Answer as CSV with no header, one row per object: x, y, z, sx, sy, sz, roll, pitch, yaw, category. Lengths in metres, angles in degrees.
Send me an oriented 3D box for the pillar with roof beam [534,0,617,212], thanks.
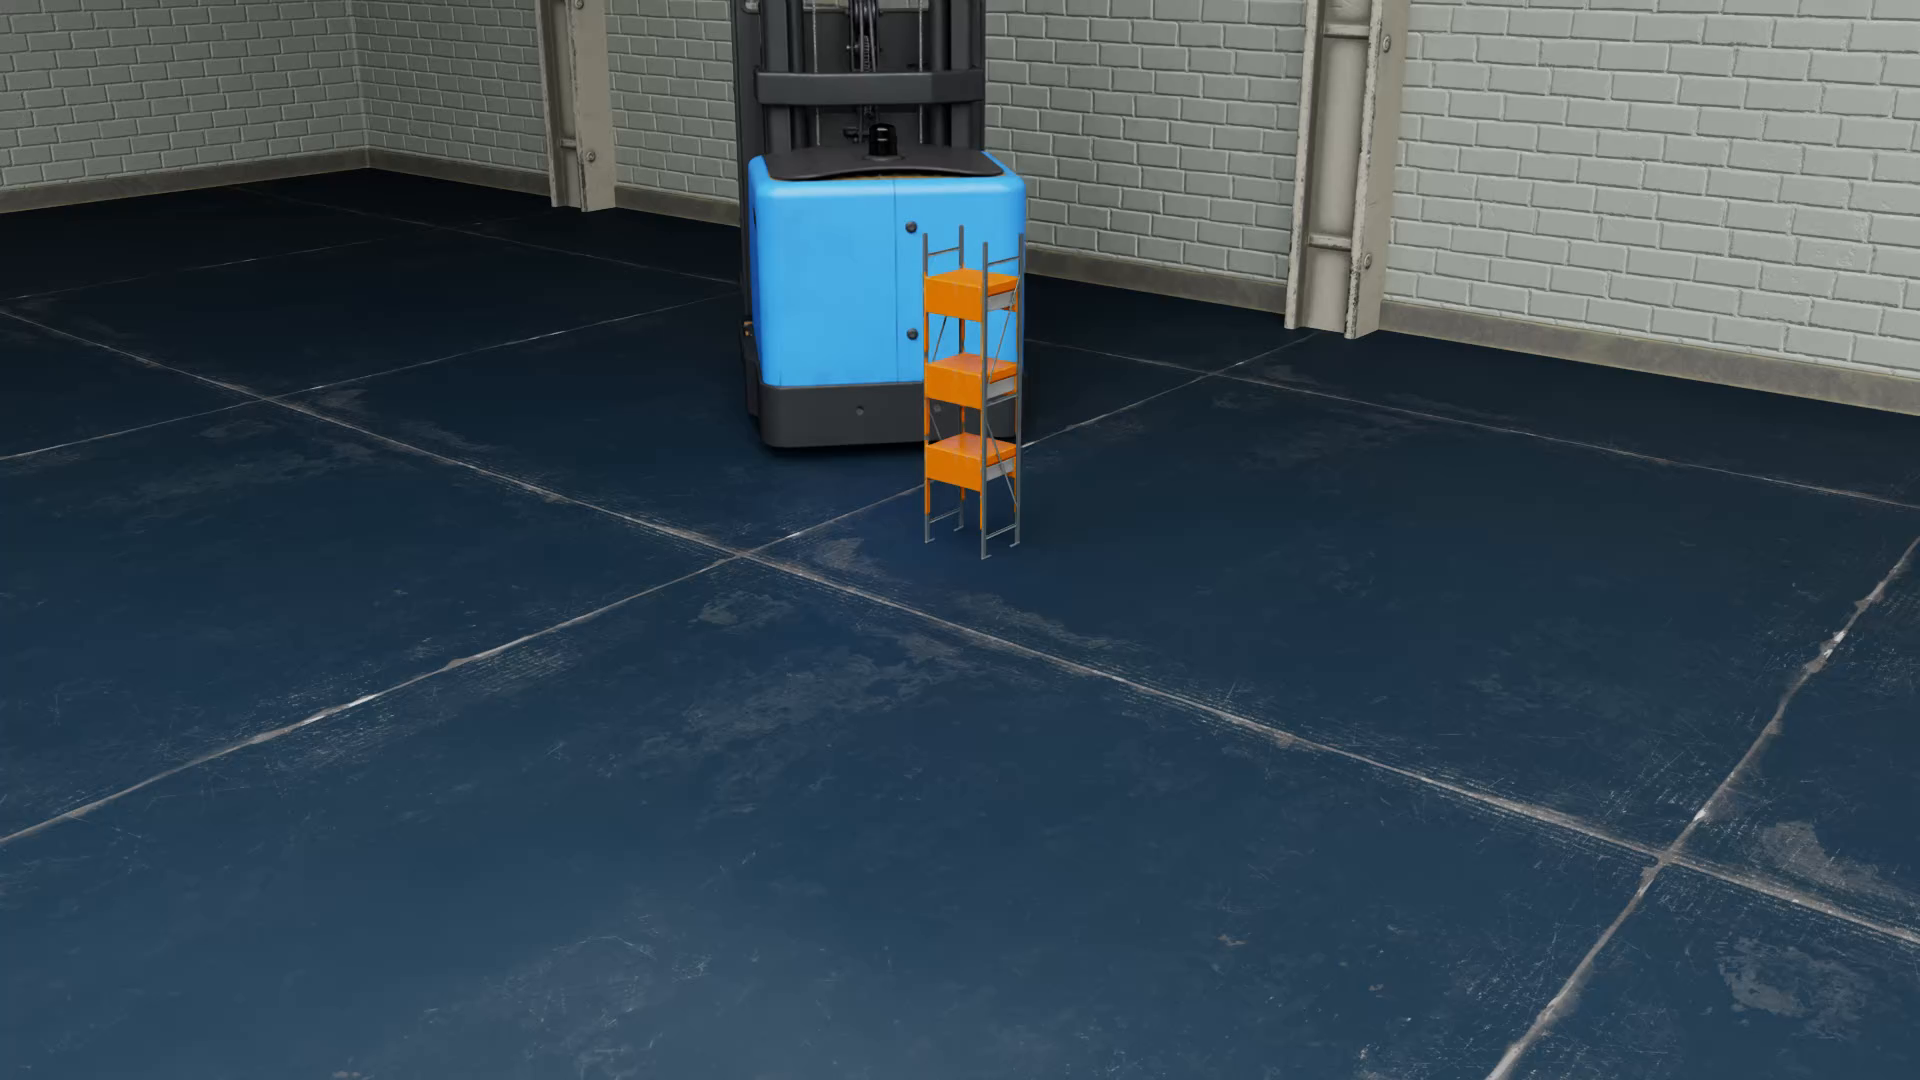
-5.453,-5.465,7.408,0.400,9.000,9.100,16,26,36,pillar with roof beam

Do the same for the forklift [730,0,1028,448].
-0.472,-2.210,7.374,1.130,2.935,3.031,-3,21,-8,forklift

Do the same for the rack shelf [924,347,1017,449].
0.041,-0.469,5.455,0.240,0.259,0.215,16,26,36,rack shelf

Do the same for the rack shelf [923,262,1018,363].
0.041,-0.735,5.355,0.240,0.259,0.215,16,26,36,rack shelf

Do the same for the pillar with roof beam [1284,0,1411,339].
-0.805,-4.127,3.858,0.400,9.000,9.100,16,26,36,pillar with roof beam

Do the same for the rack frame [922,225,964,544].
-0.053,-0.507,5.523,0.008,1.050,0.200,16,26,36,rack frame

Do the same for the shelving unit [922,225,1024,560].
0.041,-0.479,5.451,0.252,1.050,0.215,16,26,36,shelving unit

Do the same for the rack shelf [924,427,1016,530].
0.041,-0.209,5.553,0.240,0.259,0.215,16,26,36,rack shelf

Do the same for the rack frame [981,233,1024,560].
0.136,-0.452,5.379,0.008,1.050,0.200,16,26,36,rack frame
